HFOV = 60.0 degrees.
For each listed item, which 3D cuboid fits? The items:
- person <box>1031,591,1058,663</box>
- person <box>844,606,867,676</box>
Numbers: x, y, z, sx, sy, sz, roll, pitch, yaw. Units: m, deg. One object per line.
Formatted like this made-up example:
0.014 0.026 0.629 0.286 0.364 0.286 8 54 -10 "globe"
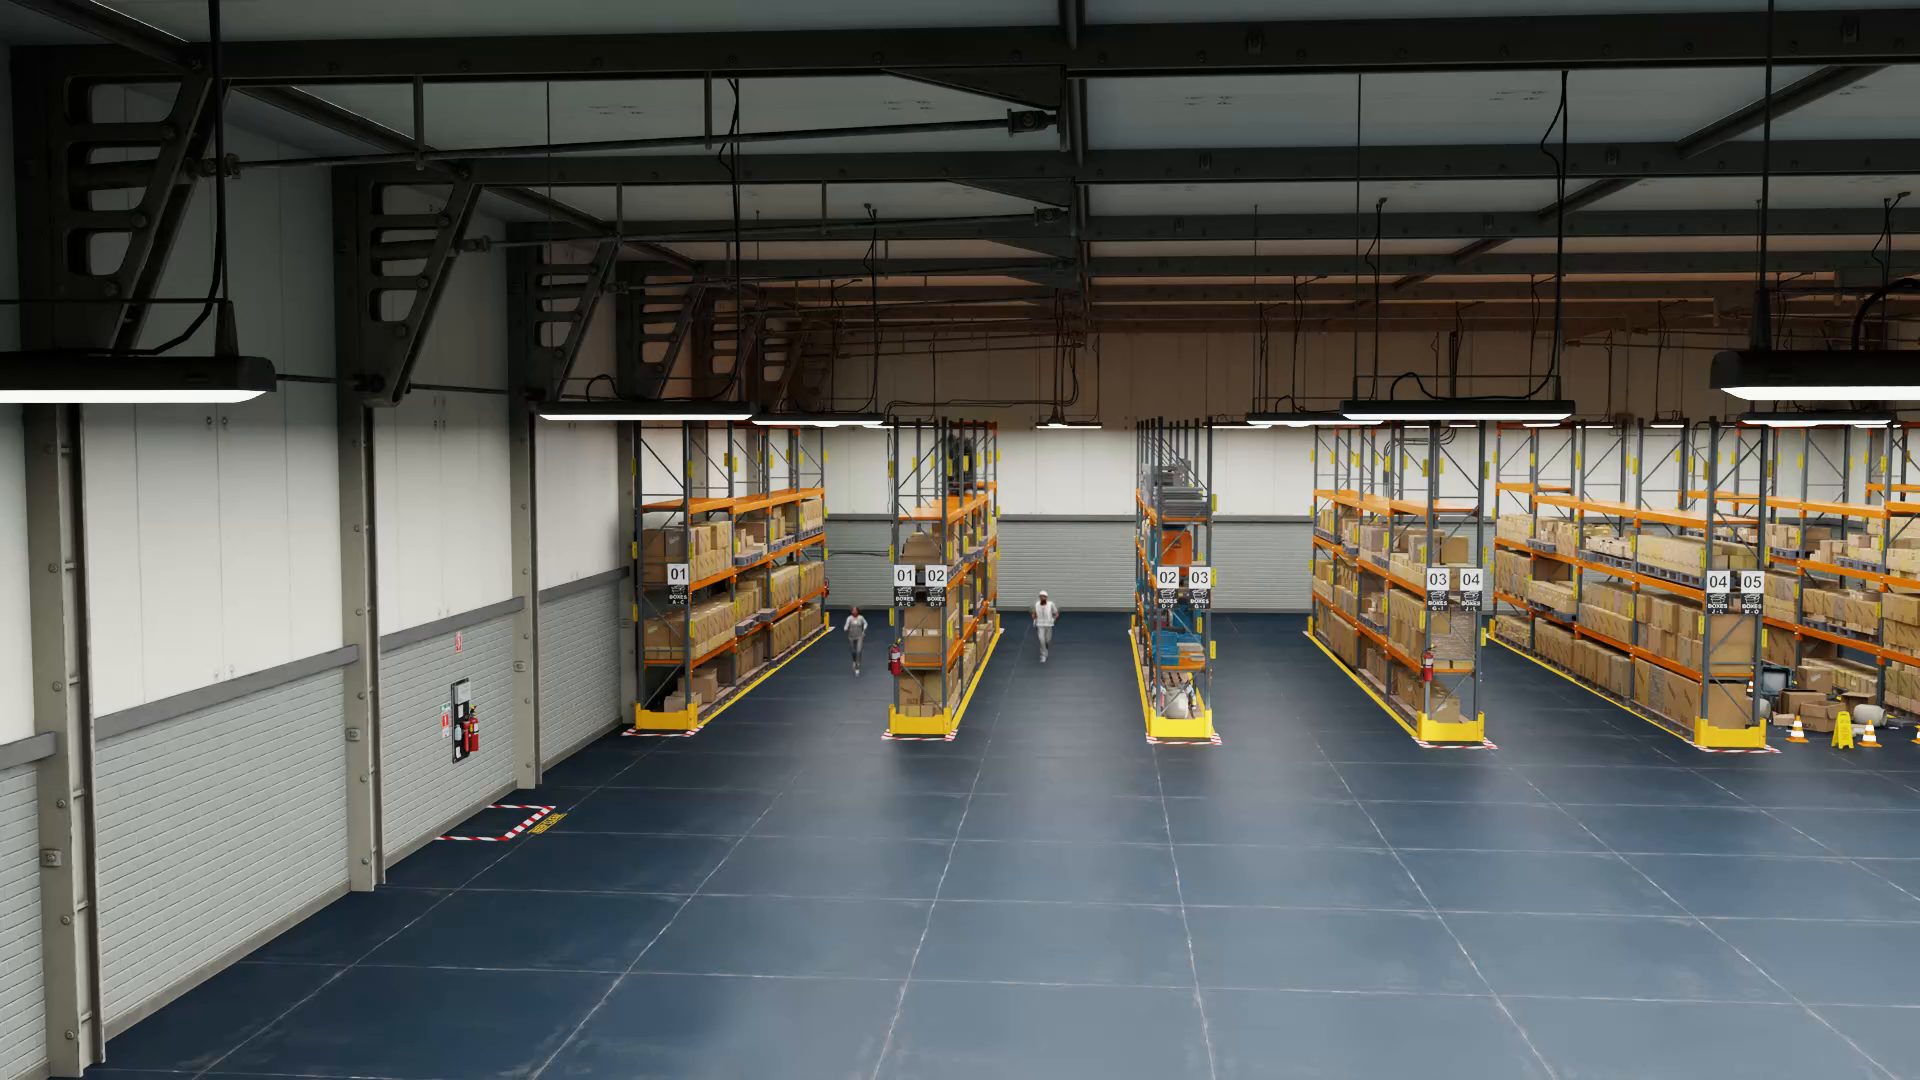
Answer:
2.106 2.152 41.403 0.674 1.766 0.741 0 4 7 "person"
-2.464 2.354 39.213 0.536 1.609 0.875 0 4 -1 "person"
